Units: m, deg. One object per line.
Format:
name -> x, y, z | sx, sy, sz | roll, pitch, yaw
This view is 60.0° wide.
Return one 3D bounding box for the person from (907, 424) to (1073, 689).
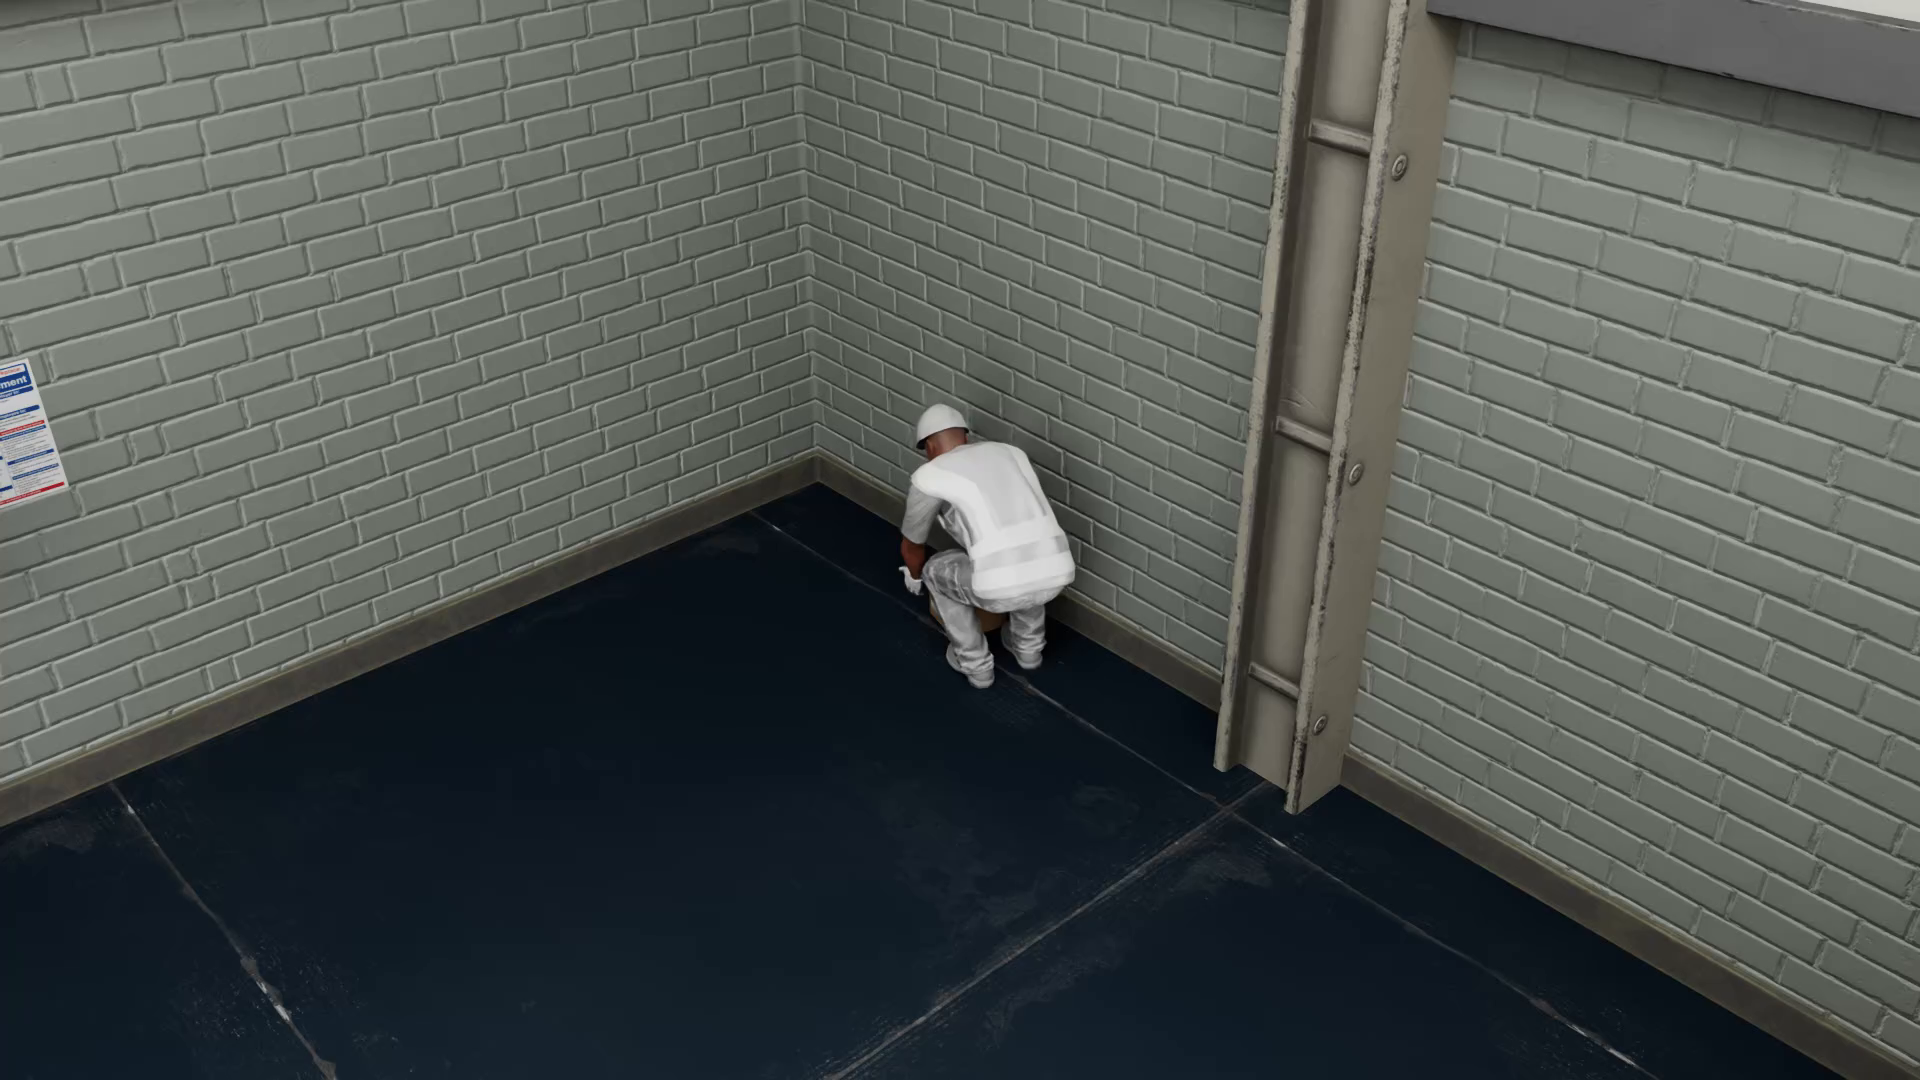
person -> 0.086, 0.079, 6.827 | 0.568, 0.912, 0.903 | -13, 34, -20
